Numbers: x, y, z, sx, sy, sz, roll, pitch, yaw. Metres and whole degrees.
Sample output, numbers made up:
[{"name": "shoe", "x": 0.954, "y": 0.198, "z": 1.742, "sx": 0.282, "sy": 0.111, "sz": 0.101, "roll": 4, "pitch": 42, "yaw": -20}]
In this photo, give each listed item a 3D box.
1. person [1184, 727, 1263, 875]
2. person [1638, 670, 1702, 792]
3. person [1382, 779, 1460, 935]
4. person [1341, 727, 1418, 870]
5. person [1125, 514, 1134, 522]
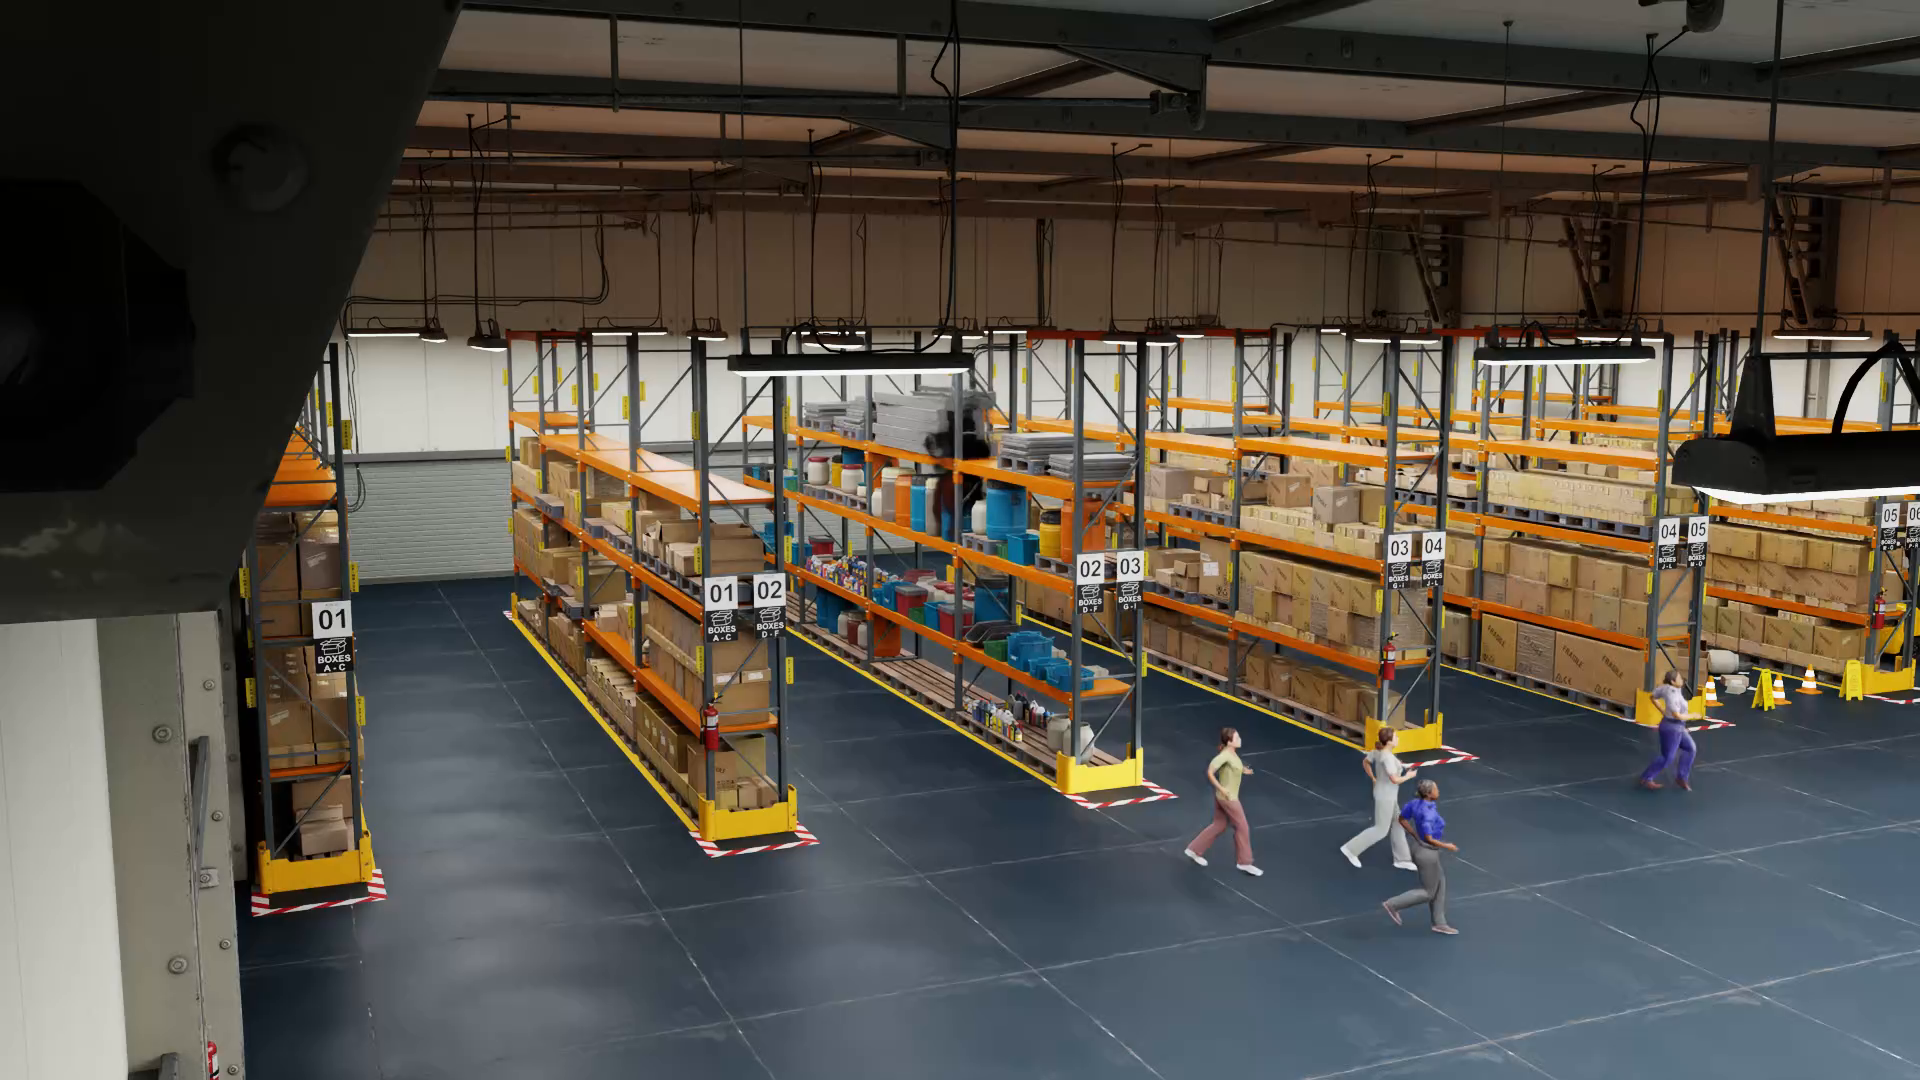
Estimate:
[{"name": "person", "x": 3.002, "y": 2.945, "z": 18.880, "sx": 0.894, "sy": 1.694, "sz": 0.558, "roll": 1, "pitch": 8, "yaw": 5}, {"name": "person", "x": 9.444, "y": 2.550, "z": 22.104, "sx": 0.733, "sy": 1.683, "sz": 0.608, "roll": 3, "pitch": 8, "yaw": 18}, {"name": "person", "x": 4.712, "y": 3.242, "z": 16.979, "sx": 0.827, "sy": 1.653, "sz": 0.588, "roll": 0, "pitch": 8, "yaw": -3}, {"name": "person", "x": 4.791, "y": 2.930, "z": 18.836, "sx": 0.929, "sy": 1.662, "sz": 0.584, "roll": 0, "pitch": 8, "yaw": 2}, {"name": "person", "x": 3.897, "y": 0.220, "z": 38.488, "sx": 0.667, "sy": 1.794, "sz": 0.841, "roll": -2, "pitch": 8, "yaw": -14}]
